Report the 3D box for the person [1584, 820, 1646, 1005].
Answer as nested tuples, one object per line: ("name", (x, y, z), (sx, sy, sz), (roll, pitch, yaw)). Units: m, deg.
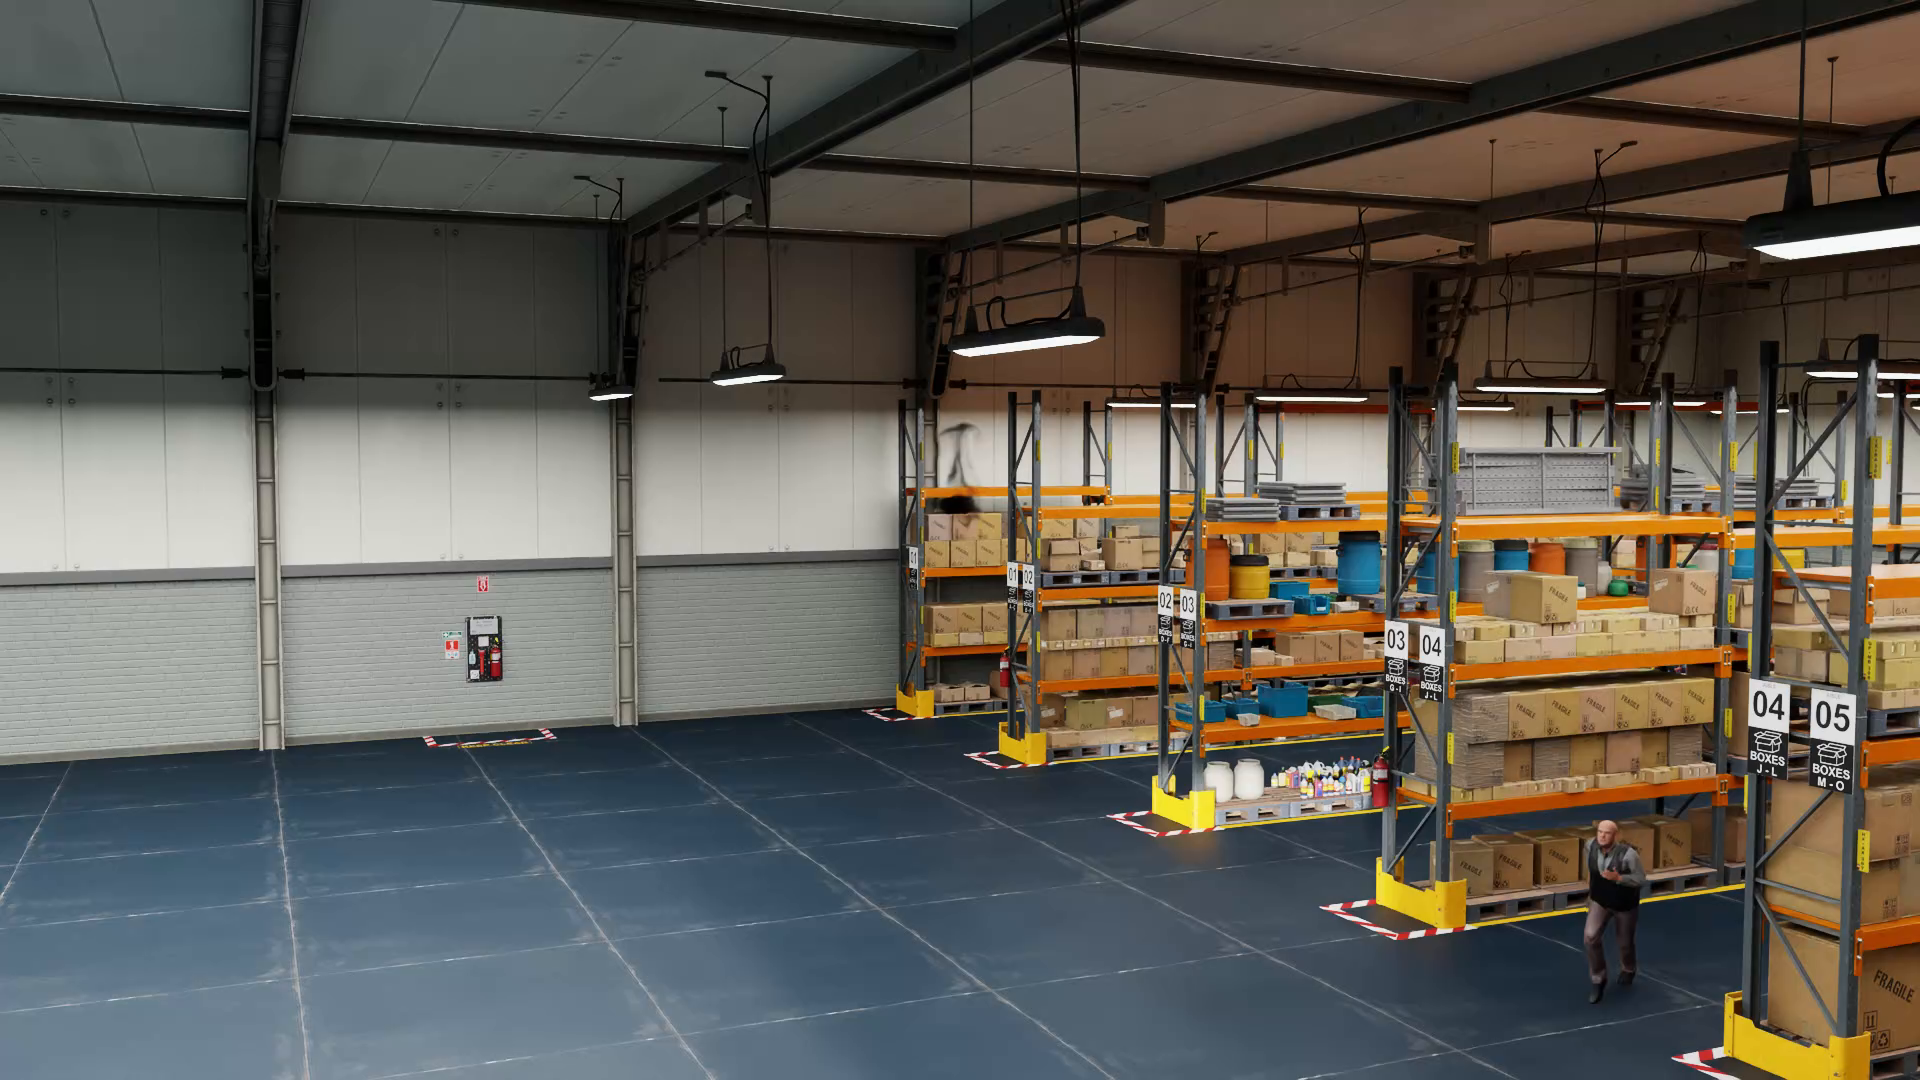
("person", (6.080, 3.418, 15.444), (0.649, 1.716, 0.939), (3, 4, 38))
